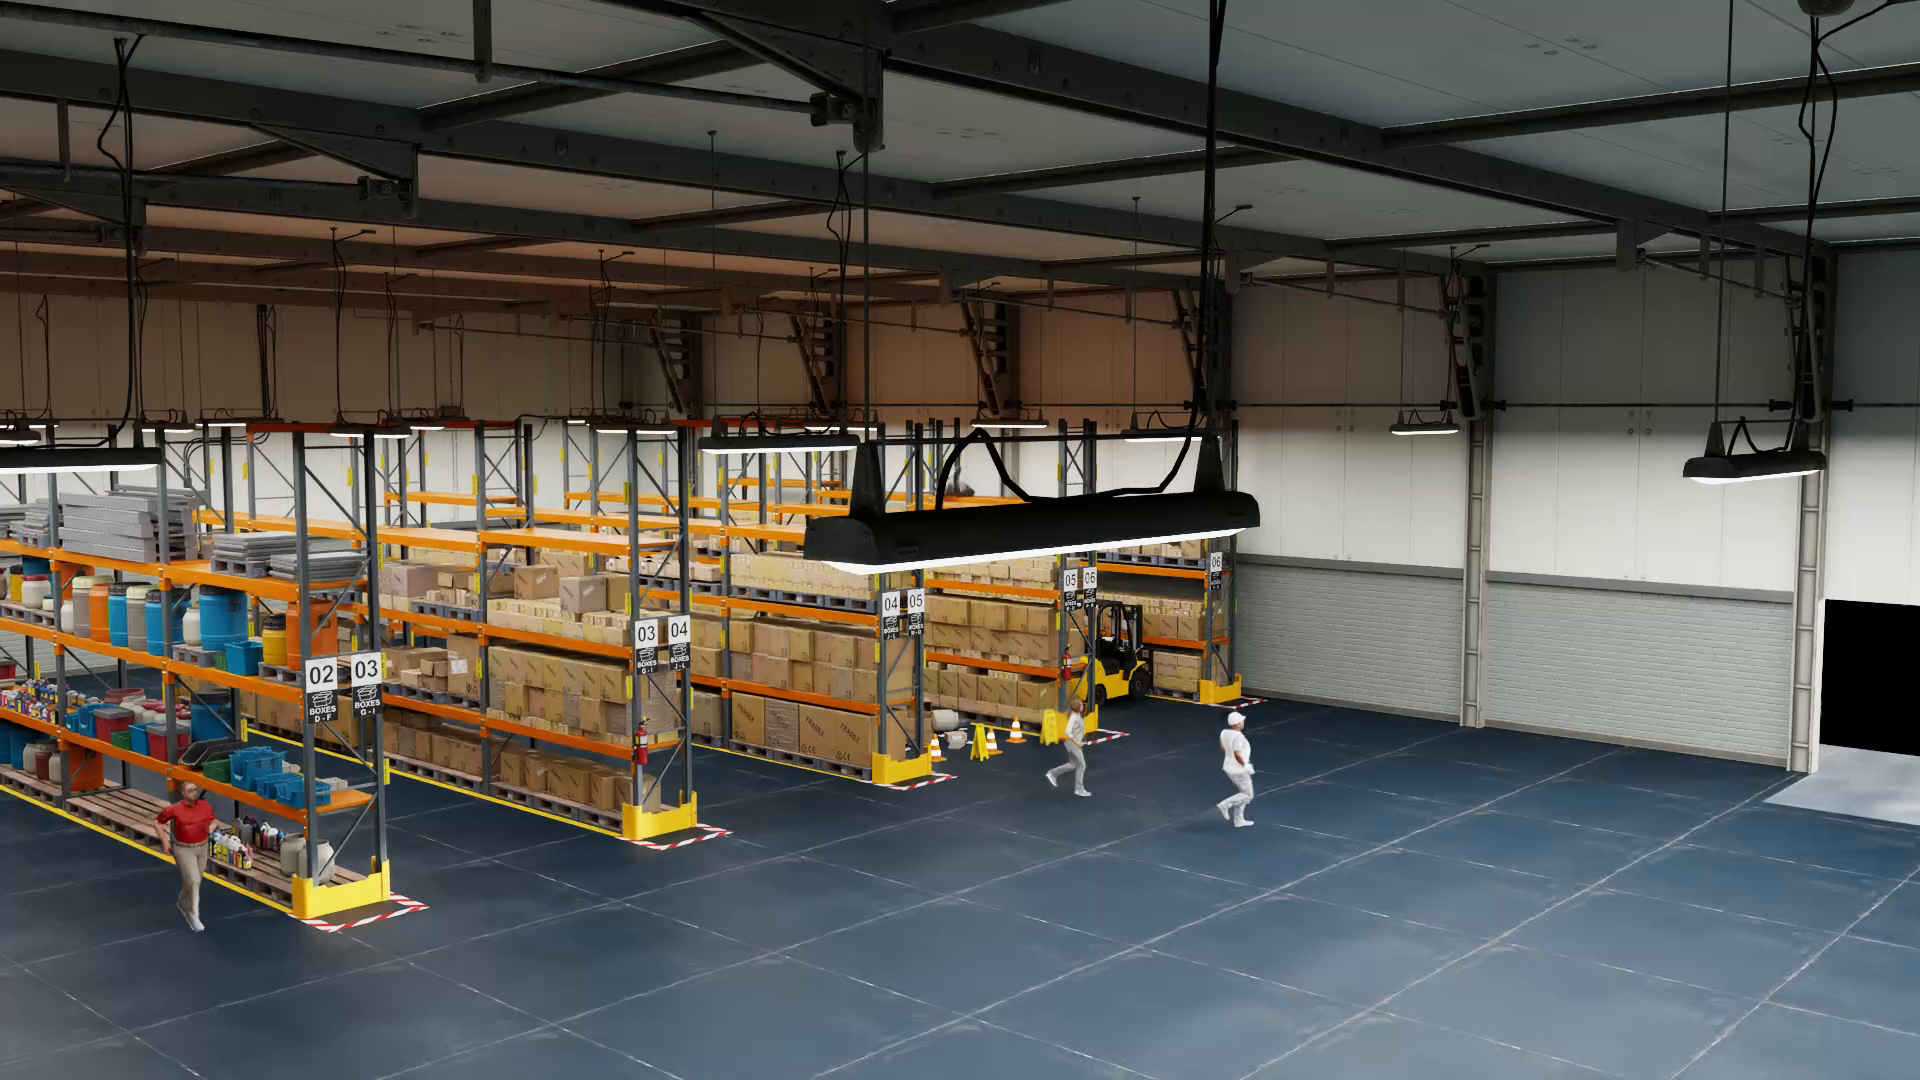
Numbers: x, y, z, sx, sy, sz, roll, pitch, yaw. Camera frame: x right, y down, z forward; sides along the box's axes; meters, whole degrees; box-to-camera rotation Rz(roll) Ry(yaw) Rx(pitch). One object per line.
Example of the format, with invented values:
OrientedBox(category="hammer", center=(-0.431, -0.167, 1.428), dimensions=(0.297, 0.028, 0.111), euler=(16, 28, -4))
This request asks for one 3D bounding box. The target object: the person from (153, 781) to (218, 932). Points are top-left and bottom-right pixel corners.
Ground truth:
OrientedBox(category="person", center=(-9.356, 3.820, 20.223), dimensions=(0.809, 1.792, 0.638), euler=(3, 6, 32))

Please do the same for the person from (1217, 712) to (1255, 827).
OrientedBox(category="person", center=(4.098, 3.435, 24.838), dimensions=(0.637, 1.740, 0.702), euler=(-1, 5, -18))

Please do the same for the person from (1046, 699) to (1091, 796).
OrientedBox(category="person", center=(1.763, 3.345, 26.879), dimensions=(0.735, 1.593, 0.540), euler=(0, 5, 4))
